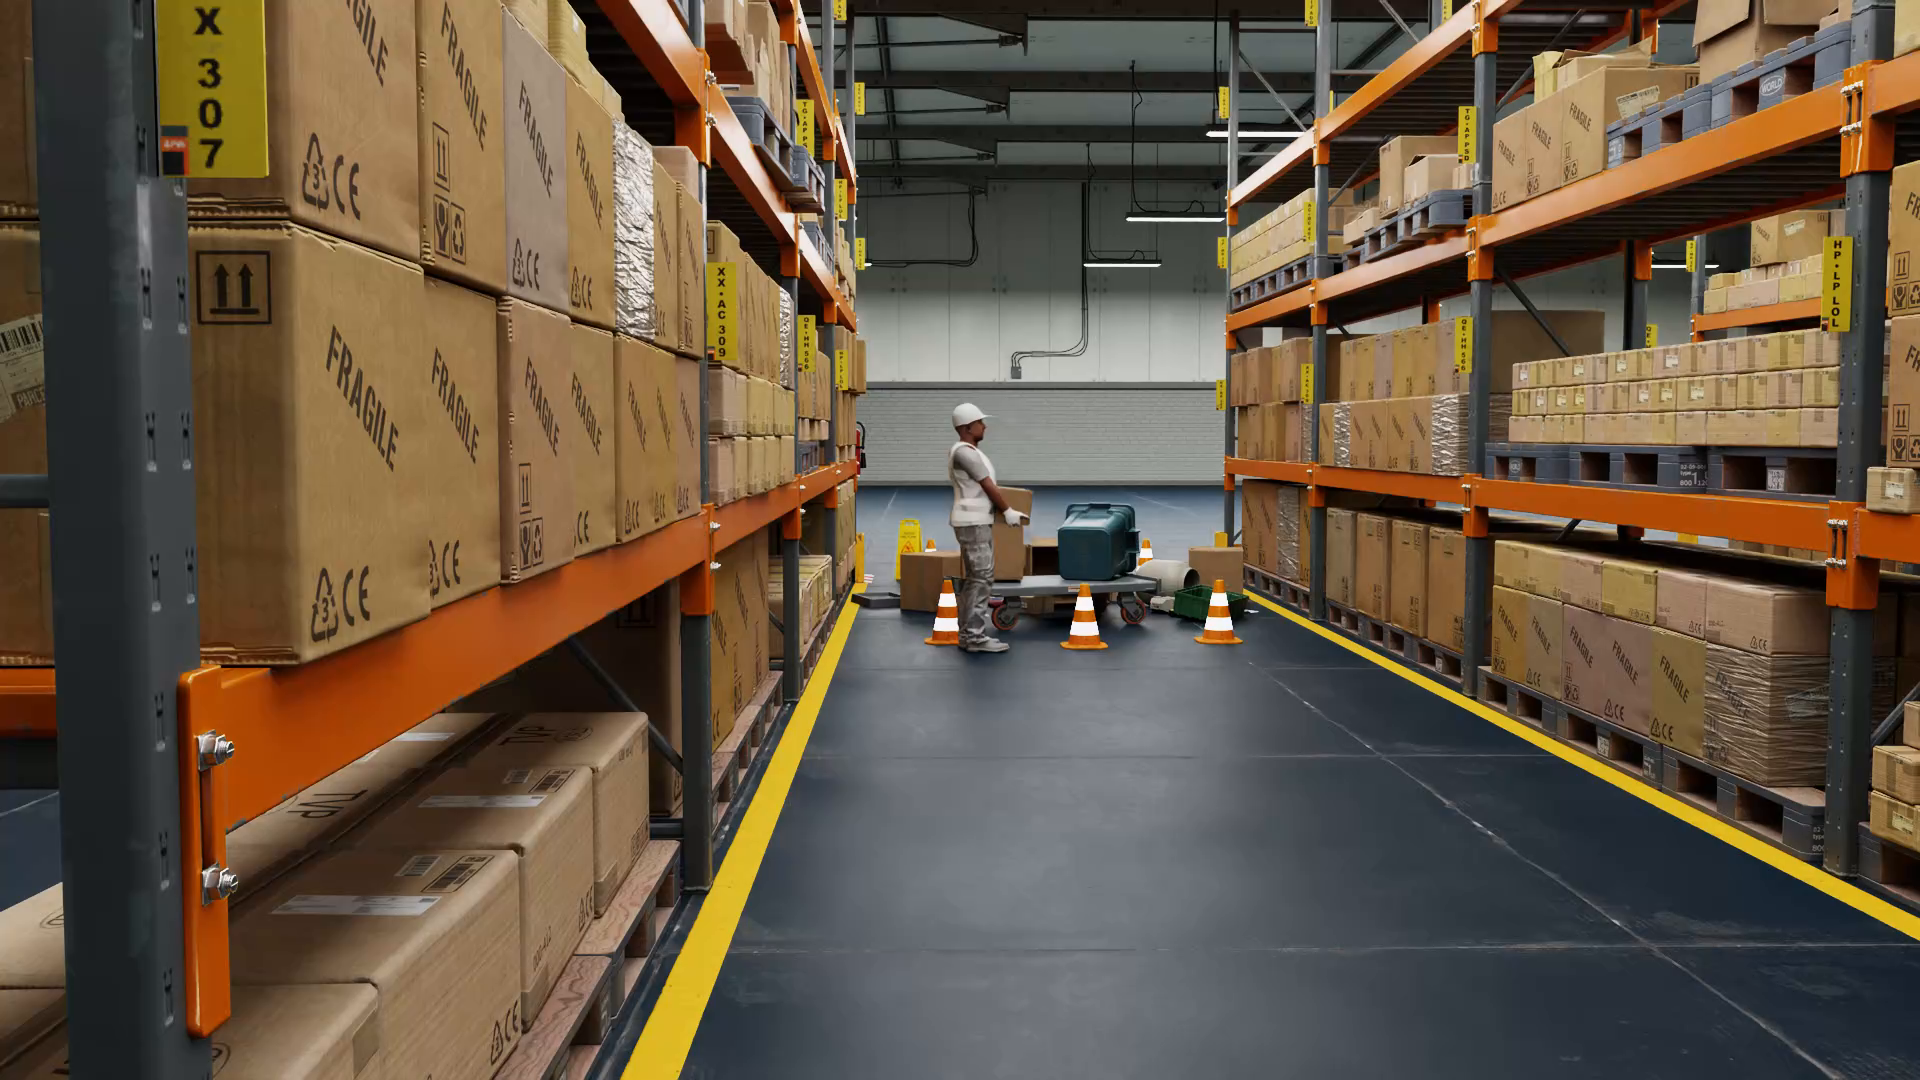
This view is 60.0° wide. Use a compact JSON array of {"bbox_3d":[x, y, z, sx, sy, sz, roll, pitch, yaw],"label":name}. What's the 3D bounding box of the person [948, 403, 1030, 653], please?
[{"bbox_3d":[0.203,-0.093,11.988,0.580,1.779,0.488,0,4,-2],"label":"person"}]
